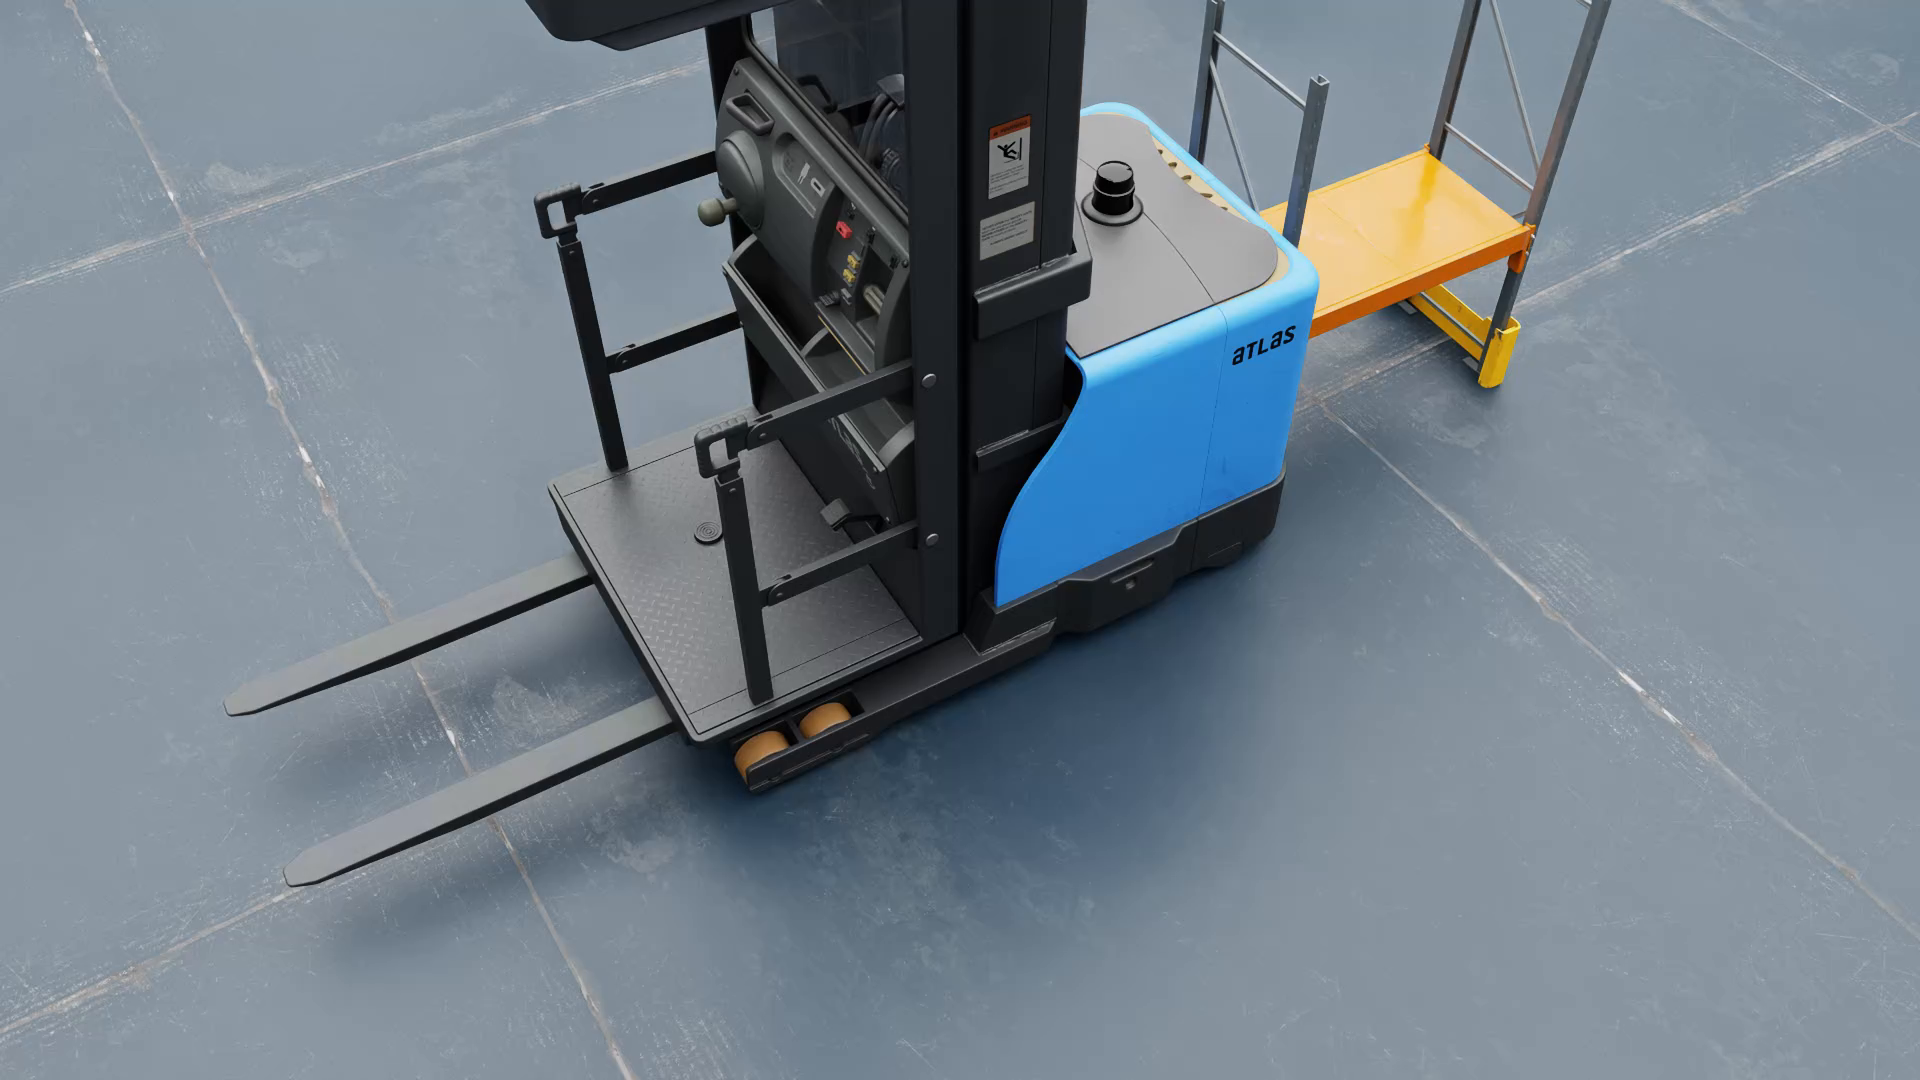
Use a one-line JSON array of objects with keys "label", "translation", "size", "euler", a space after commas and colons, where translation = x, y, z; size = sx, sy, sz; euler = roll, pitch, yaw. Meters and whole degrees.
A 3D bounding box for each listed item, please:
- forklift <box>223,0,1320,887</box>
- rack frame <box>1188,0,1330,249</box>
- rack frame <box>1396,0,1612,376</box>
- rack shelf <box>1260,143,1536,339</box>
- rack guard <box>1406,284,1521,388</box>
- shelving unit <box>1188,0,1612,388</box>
[{"label": "forklift", "translation": [-0.545, -0.738, 3.945], "size": [3.031, 2.935, 1.130], "euler": [-23, 52, -20]}, {"label": "rack frame", "translation": [0.818, -0.840, 4.993], "size": [0.032, 1.500, 0.500], "euler": [-23, 52, -19]}, {"label": "rack frame", "translation": [1.698, -1.220, 5.332], "size": [0.032, 1.500, 0.500], "euler": [-23, 52, -19]}, {"label": "rack shelf", "translation": [1.258, -0.910, 5.297], "size": [1.000, 0.185, 0.538], "euler": [-23, 52, -19]}, {"label": "rack guard", "translation": [1.697, -0.803, 5.798], "size": [0.087, 0.250, 0.587], "euler": [-23, 52, -19]}, {"label": "shelving unit", "translation": [1.266, -1.033, 5.166], "size": [1.083, 1.500, 0.587], "euler": [-23, 52, -19]}]
